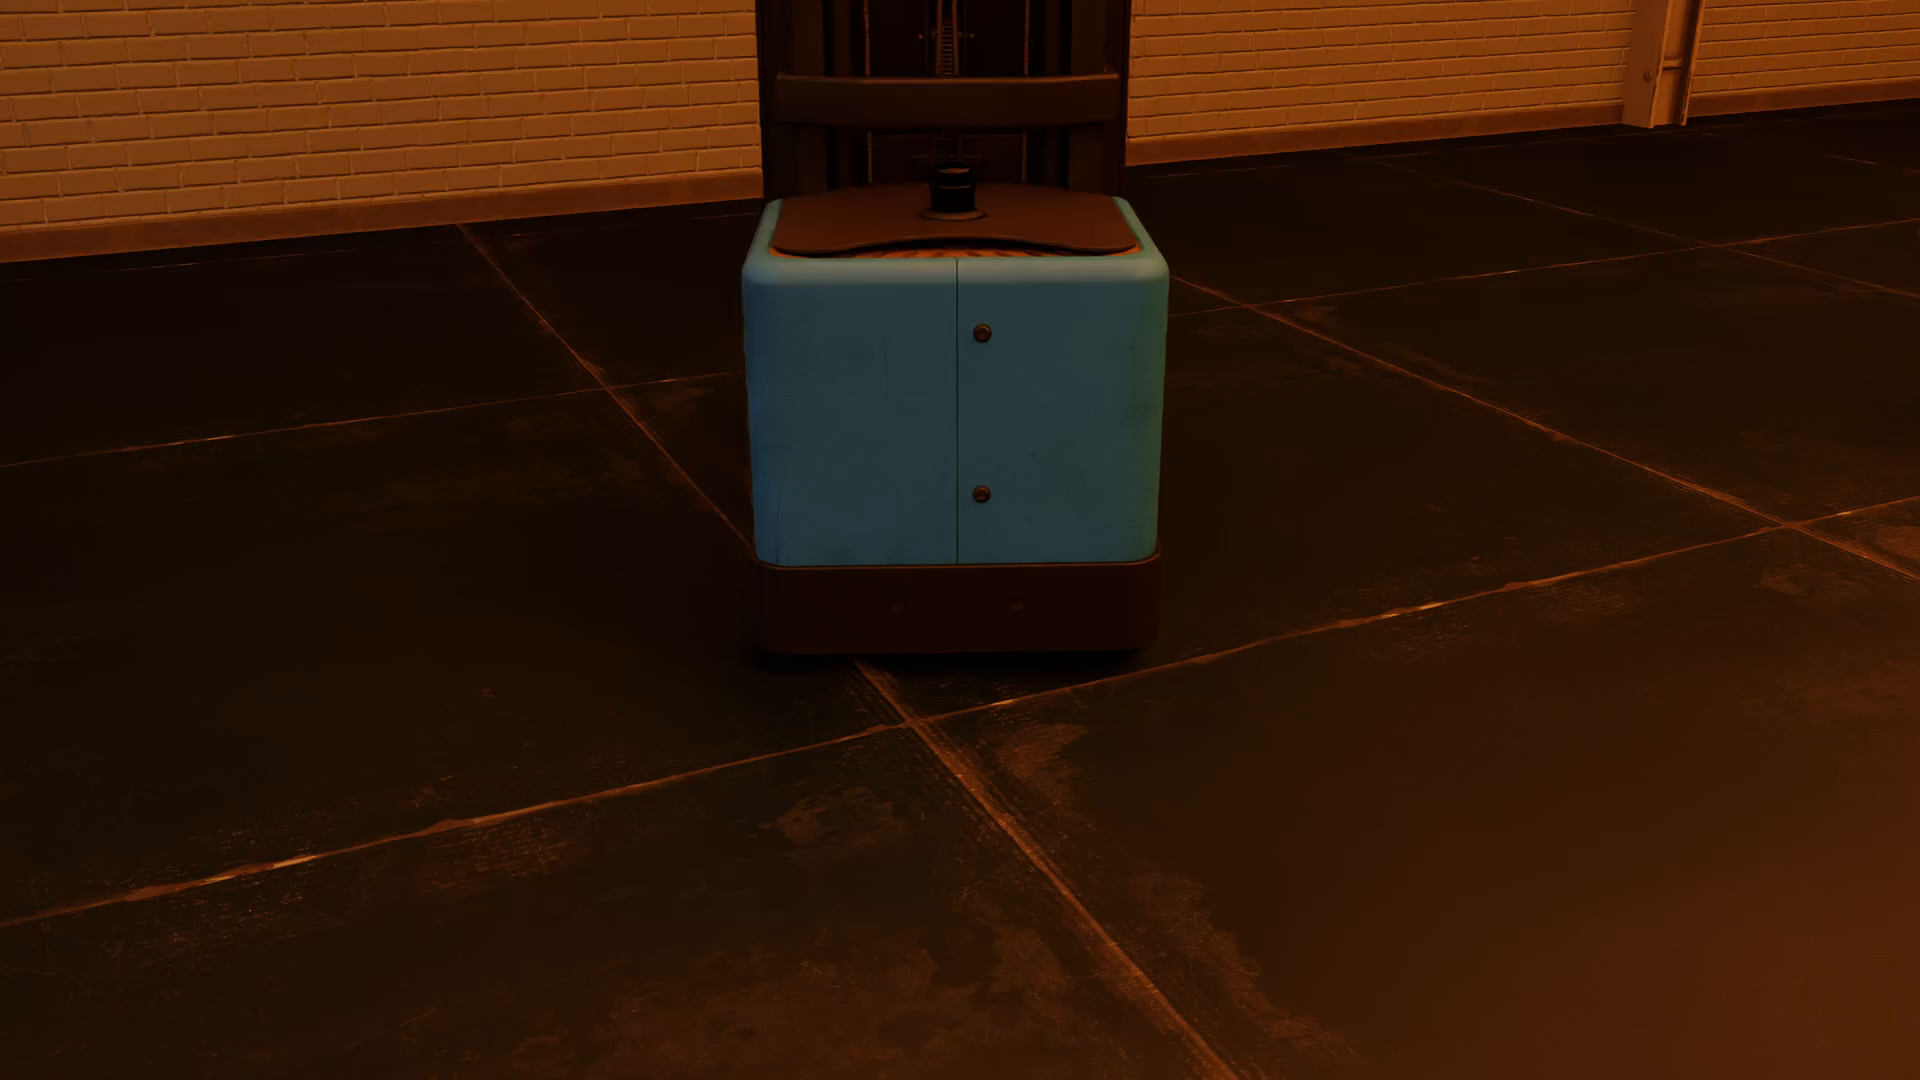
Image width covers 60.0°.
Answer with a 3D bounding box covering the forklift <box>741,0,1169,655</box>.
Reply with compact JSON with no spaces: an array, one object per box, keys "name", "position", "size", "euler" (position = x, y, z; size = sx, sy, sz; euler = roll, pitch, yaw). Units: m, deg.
[{"name":"forklift","position":[-0.057,-1.580,5.090],"size":[1.130,2.935,3.031],"euler":[-1,23,-2]}]
